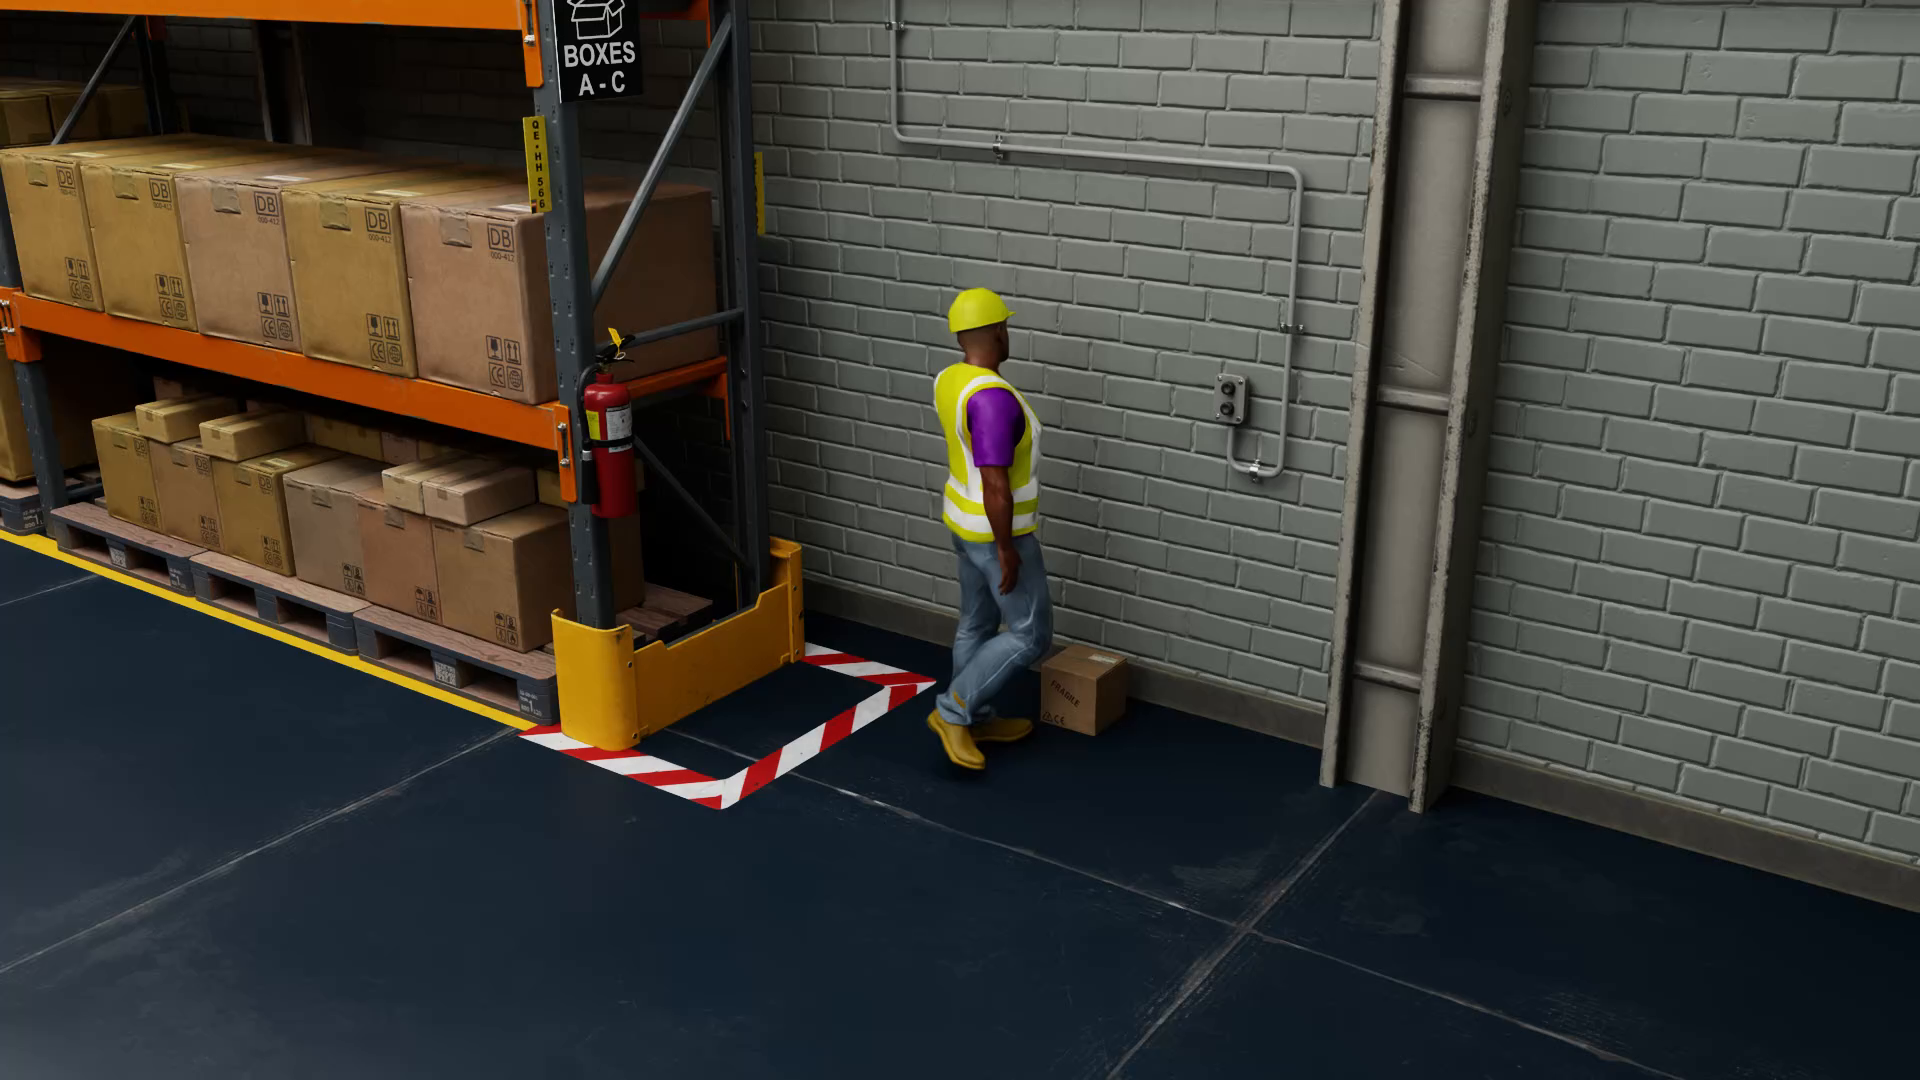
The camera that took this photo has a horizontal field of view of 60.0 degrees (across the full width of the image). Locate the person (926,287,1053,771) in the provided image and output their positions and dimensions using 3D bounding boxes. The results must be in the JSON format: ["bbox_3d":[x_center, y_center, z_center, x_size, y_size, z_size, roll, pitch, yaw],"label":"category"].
[{"bbox_3d":[0.077,-0.033,6.081,0.469,1.760,0.590,-6,21,-16],"label":"person"}]
